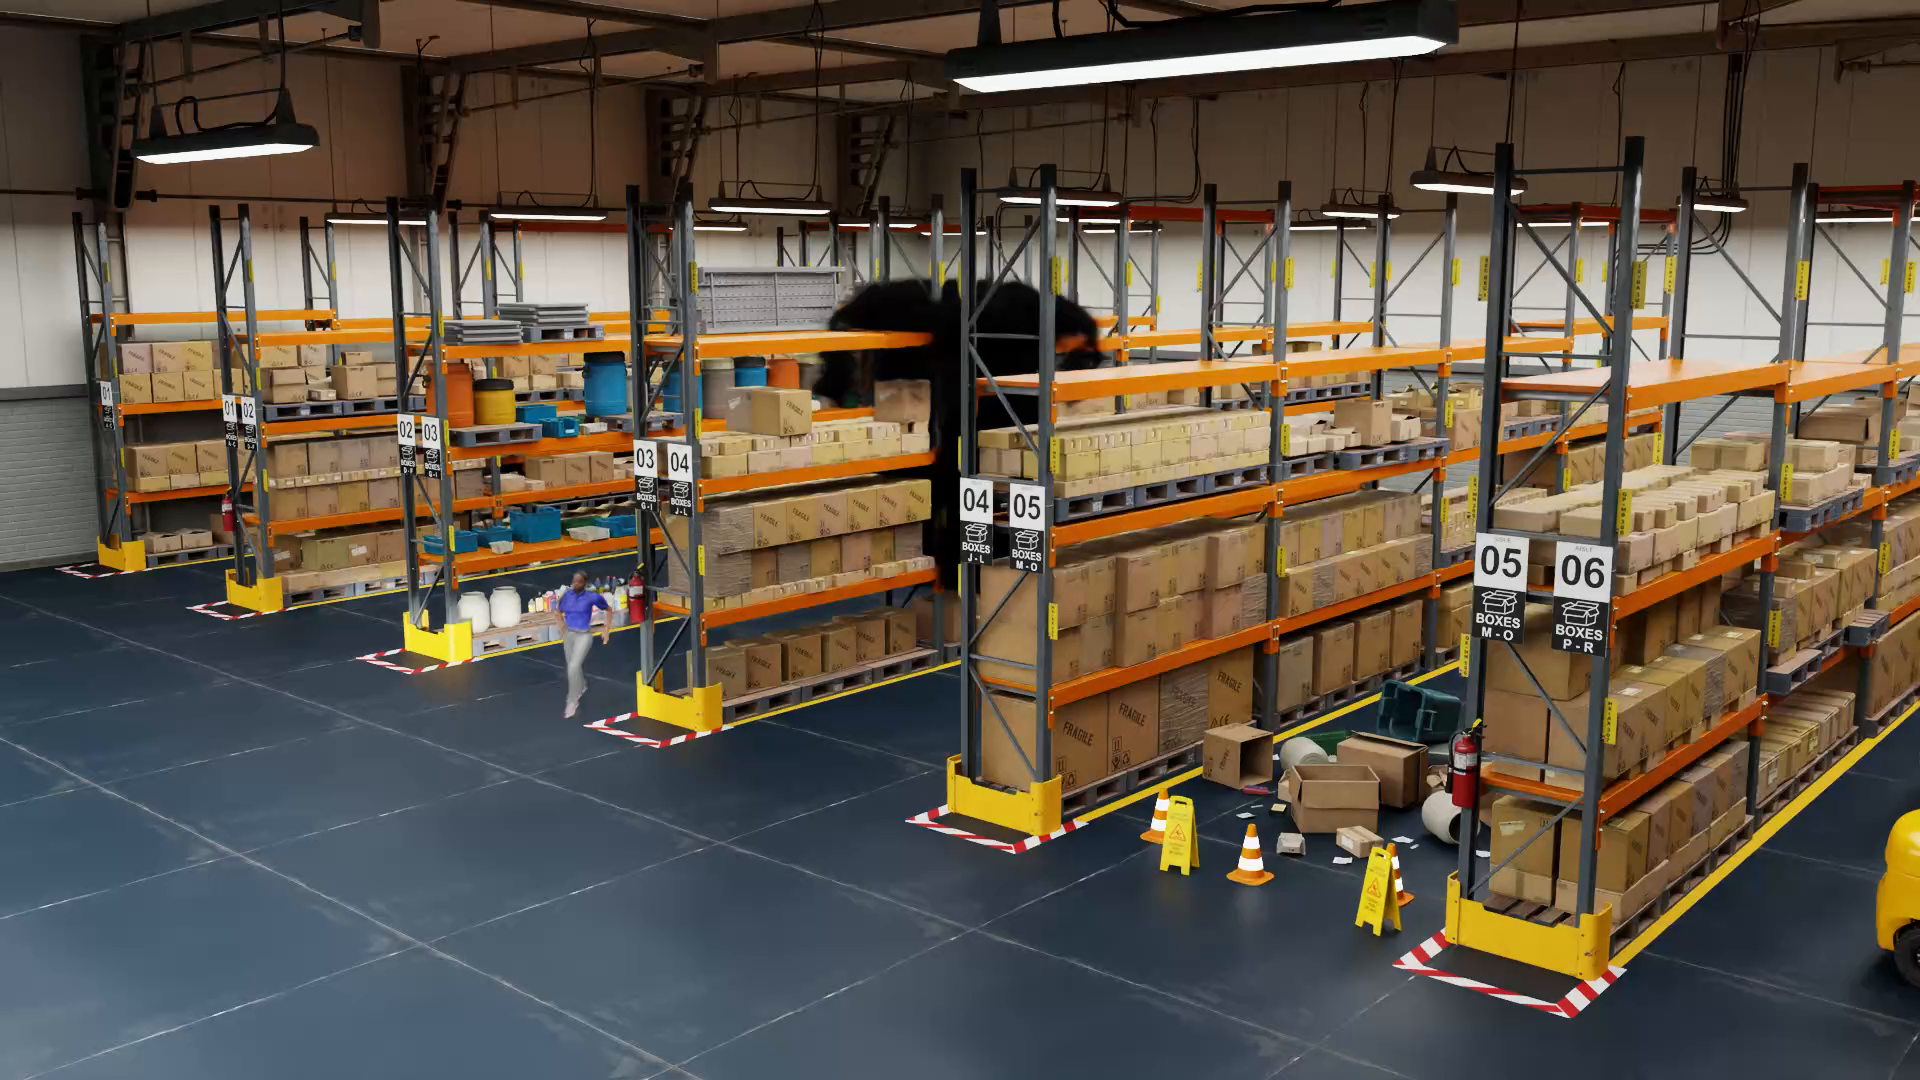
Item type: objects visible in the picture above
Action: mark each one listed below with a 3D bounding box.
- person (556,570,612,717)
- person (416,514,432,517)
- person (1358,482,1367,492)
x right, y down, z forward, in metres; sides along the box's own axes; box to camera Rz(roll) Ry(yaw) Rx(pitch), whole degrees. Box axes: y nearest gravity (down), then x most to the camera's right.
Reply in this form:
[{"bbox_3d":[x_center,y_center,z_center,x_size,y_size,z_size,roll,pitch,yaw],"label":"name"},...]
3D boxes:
[{"bbox_3d":[-4.391,1.187,19.328,0.648,1.699,0.737,3,10,19],"label":"person"},{"bbox_3d":[-9.449,-0.463,29.597,0.556,1.536,0.891,8,12,38],"label":"person"},{"bbox_3d":[6.636,-0.210,27.331,0.702,1.721,0.665,7,12,35],"label":"person"}]
